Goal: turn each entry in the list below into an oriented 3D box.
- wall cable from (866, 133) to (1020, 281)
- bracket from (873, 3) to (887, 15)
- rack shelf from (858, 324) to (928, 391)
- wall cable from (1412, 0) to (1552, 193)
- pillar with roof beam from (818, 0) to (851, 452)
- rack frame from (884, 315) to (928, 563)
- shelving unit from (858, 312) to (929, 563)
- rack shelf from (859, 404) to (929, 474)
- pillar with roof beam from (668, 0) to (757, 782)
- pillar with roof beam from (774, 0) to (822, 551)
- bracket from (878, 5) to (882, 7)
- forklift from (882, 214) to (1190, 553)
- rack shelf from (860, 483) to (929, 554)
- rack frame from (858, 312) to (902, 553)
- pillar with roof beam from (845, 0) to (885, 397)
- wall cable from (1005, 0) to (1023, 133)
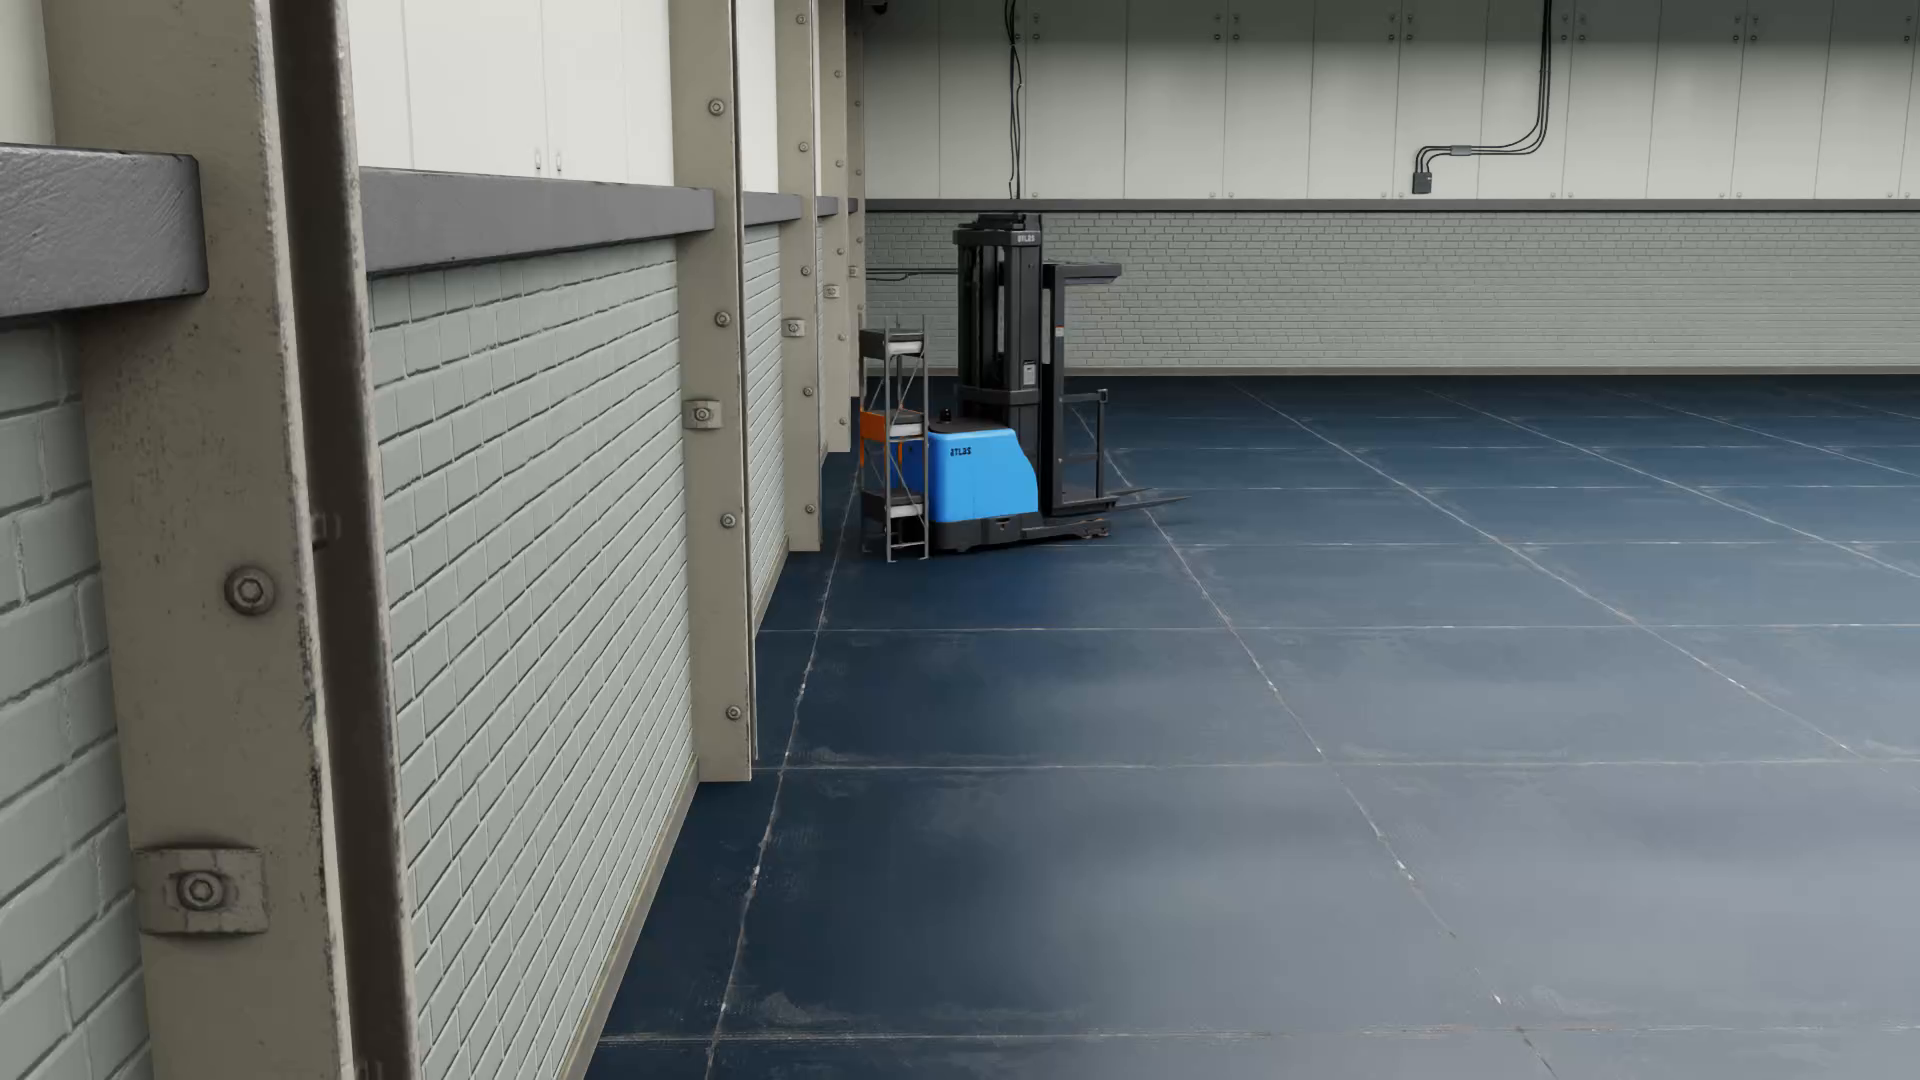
[{"bbox_3d":[-0.391,-5.807,29.048,3.097,2.526,0.112,0,11,-1],"label":"wall cable"},{"bbox_3d":[-1.355,-9.056,28.204,0.235,0.232,0.430,0,11,-1],"label":"bracket"},{"bbox_3d":[-0.574,-1.564,14.226,0.431,0.518,0.480,-6,13,-29],"label":"rack shelf"},{"bbox_3d":[9.100,-9.031,28.578,2.305,6.003,0.169,0,11,-1],"label":"wall cable"},{"bbox_3d":[2.776,-5.562,20.034,9.100,9.000,0.400,0,11,-1],"label":"pillar with roof beam"},{"bbox_3d":[-0.453,-0.849,14.156,0.400,2.100,0.015,-6,13,-29],"label":"rack frame"},{"bbox_3d":[-0.574,-0.892,14.363,0.431,2.100,0.503,-6,13,-29],"label":"shelving unit"},{"bbox_3d":[-0.574,-0.878,14.366,0.431,0.518,0.480,-6,13,-29],"label":"rack shelf"},{"bbox_3d":[3.024,-3.177,8.276,9.100,9.000,0.400,0,11,-1],"label":"pillar with roof beam"},{"bbox_3d":[2.900,-4.370,14.155,9.100,9.000,0.400,0,11,-1],"label":"pillar with roof beam"},{"bbox_3d":[-1.343,-8.939,27.625,0.076,0.066,3.189,0,11,-1],"label":"bracket"},{"bbox_3d":[0.797,-1.526,15.400,3.031,2.935,1.130,-7,14,-33],"label":"forklift"},{"bbox_3d":[-0.575,-0.192,14.506,0.431,0.518,0.480,-6,13,-29],"label":"rack shelf"},{"bbox_3d":[-0.695,-0.934,14.571,0.400,2.100,0.015,-6,13,-29],"label":"rack frame"},{"bbox_3d":[2.652,-6.755,25.913,9.100,9.000,0.548,0,11,-1],"label":"pillar with roof beam"},{"bbox_3d":[2.313,-8.293,28.601,3.097,2.526,0.112,0,11,-1],"label":"wall cable"}]
